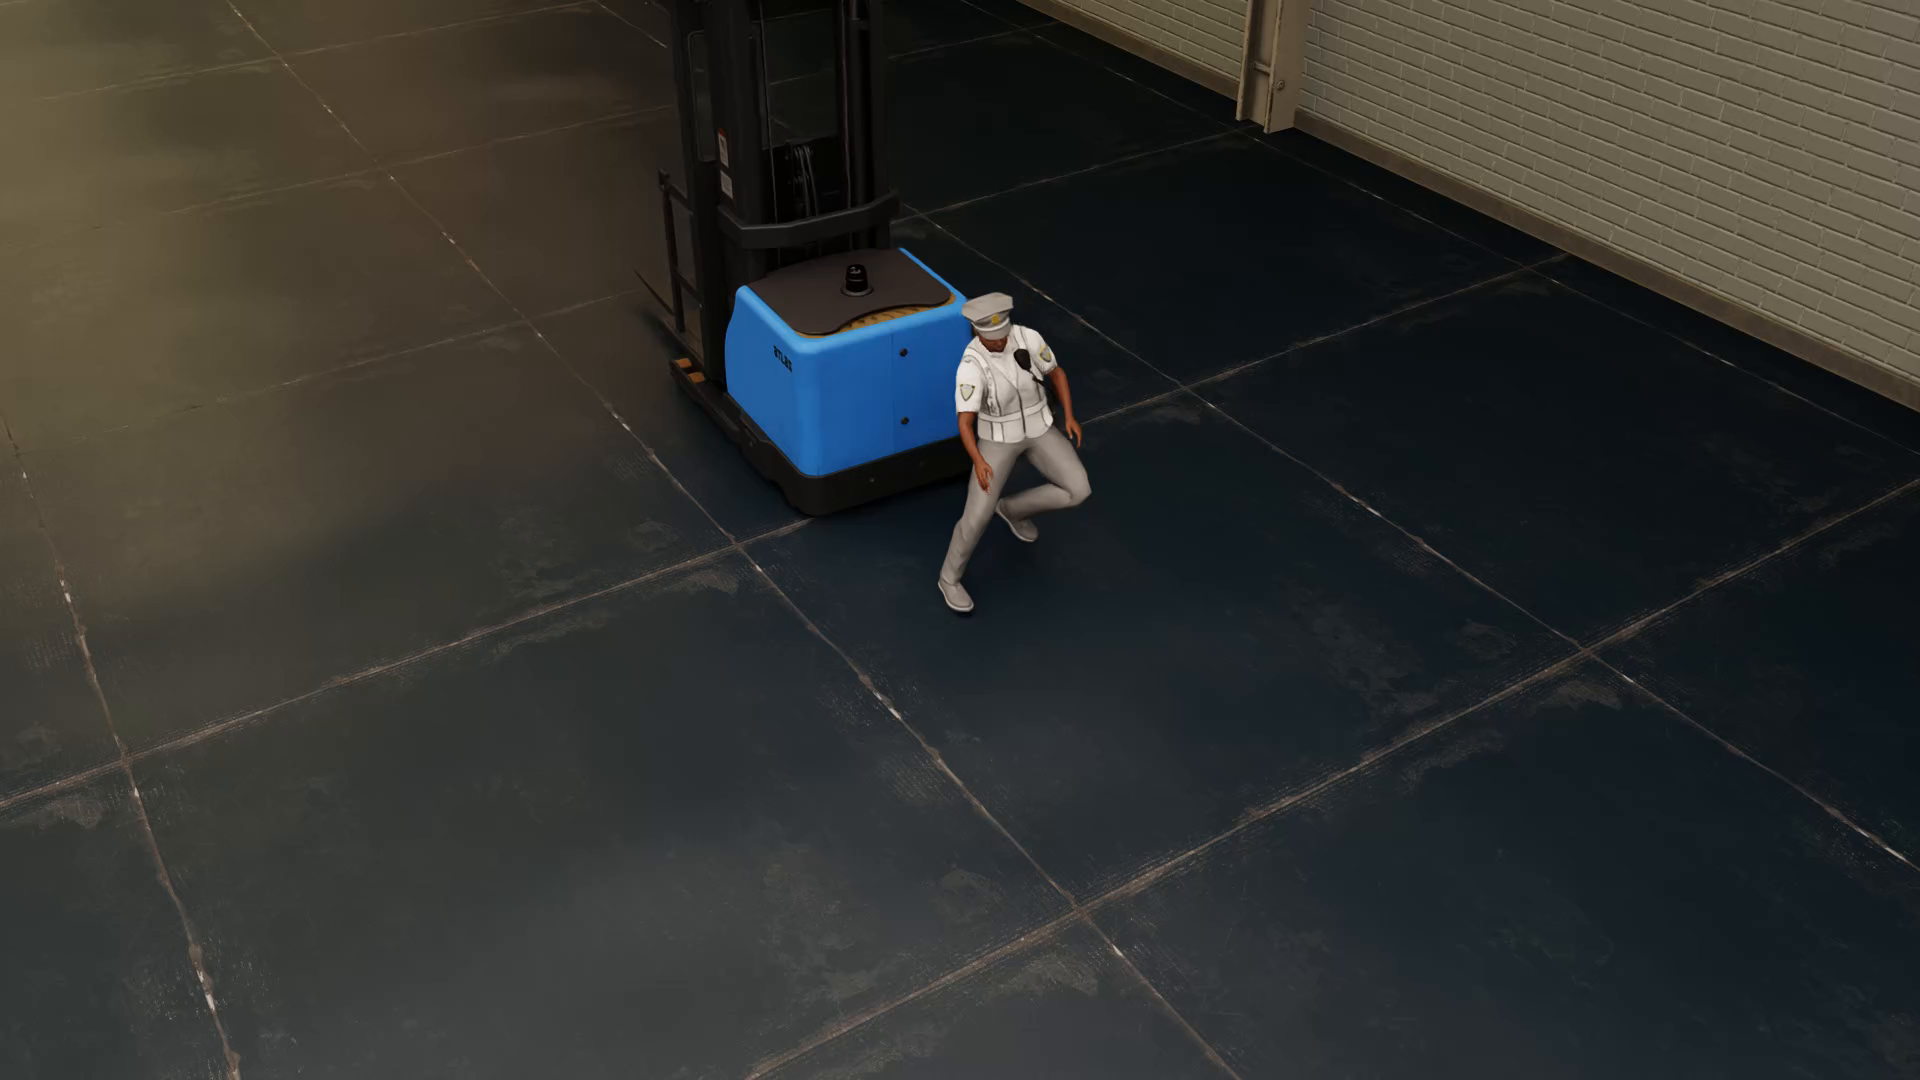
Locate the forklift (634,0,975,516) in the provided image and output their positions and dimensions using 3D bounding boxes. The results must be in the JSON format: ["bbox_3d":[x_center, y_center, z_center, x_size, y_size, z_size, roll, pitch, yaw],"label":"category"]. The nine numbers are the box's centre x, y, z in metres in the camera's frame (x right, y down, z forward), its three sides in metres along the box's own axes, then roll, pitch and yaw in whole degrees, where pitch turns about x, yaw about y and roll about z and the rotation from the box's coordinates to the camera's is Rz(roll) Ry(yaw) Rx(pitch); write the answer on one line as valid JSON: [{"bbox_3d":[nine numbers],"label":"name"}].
[{"bbox_3d":[-1.089,-2.149,9.207,1.130,2.935,3.031,-18,39,-24],"label":"forklift"}]

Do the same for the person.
[{"bbox_3d":[0.243,-0.428,8.008,0.756,1.483,0.723,-12,37,-17],"label":"person"}]
